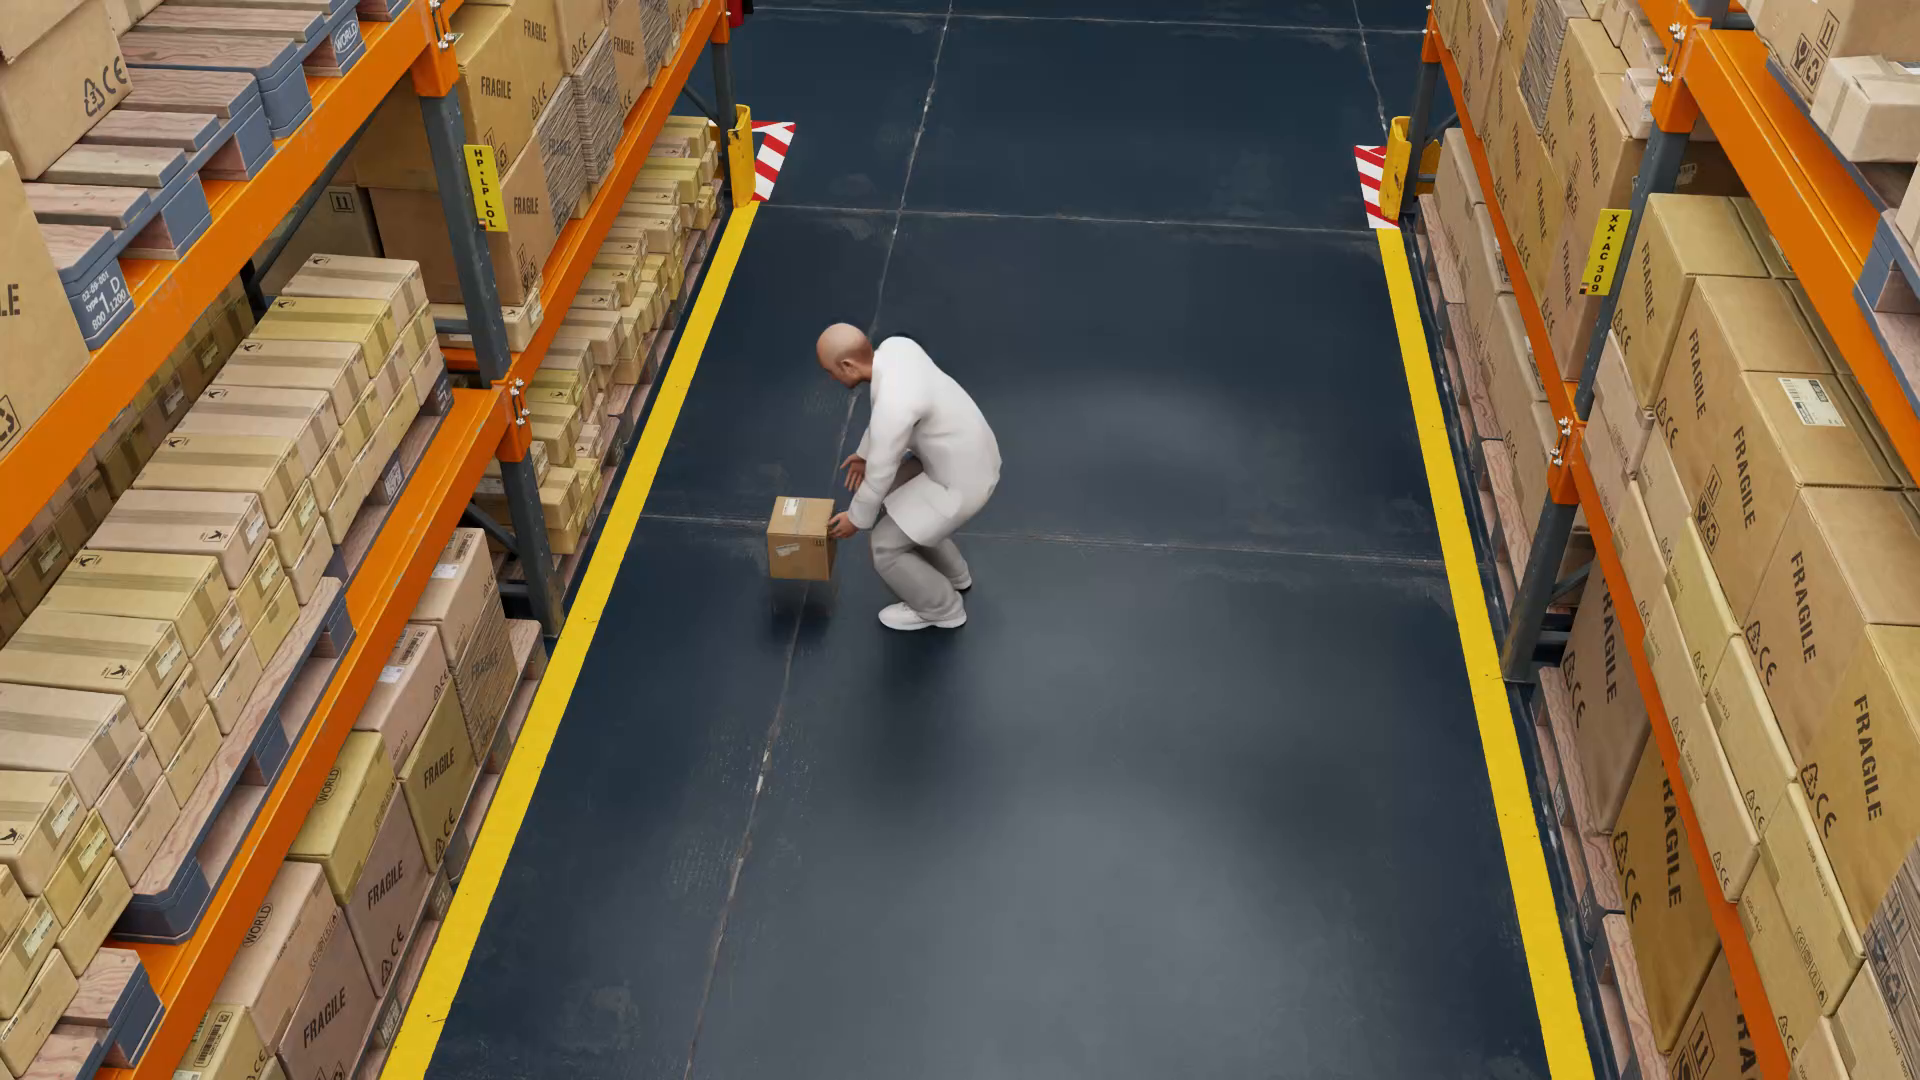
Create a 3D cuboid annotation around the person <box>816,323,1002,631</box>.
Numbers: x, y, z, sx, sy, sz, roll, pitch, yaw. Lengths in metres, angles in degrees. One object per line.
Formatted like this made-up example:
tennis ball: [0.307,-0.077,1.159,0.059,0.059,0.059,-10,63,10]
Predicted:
person: [-0.193,-0.257,6.759,0.718,1.425,0.633,3,40,4]
